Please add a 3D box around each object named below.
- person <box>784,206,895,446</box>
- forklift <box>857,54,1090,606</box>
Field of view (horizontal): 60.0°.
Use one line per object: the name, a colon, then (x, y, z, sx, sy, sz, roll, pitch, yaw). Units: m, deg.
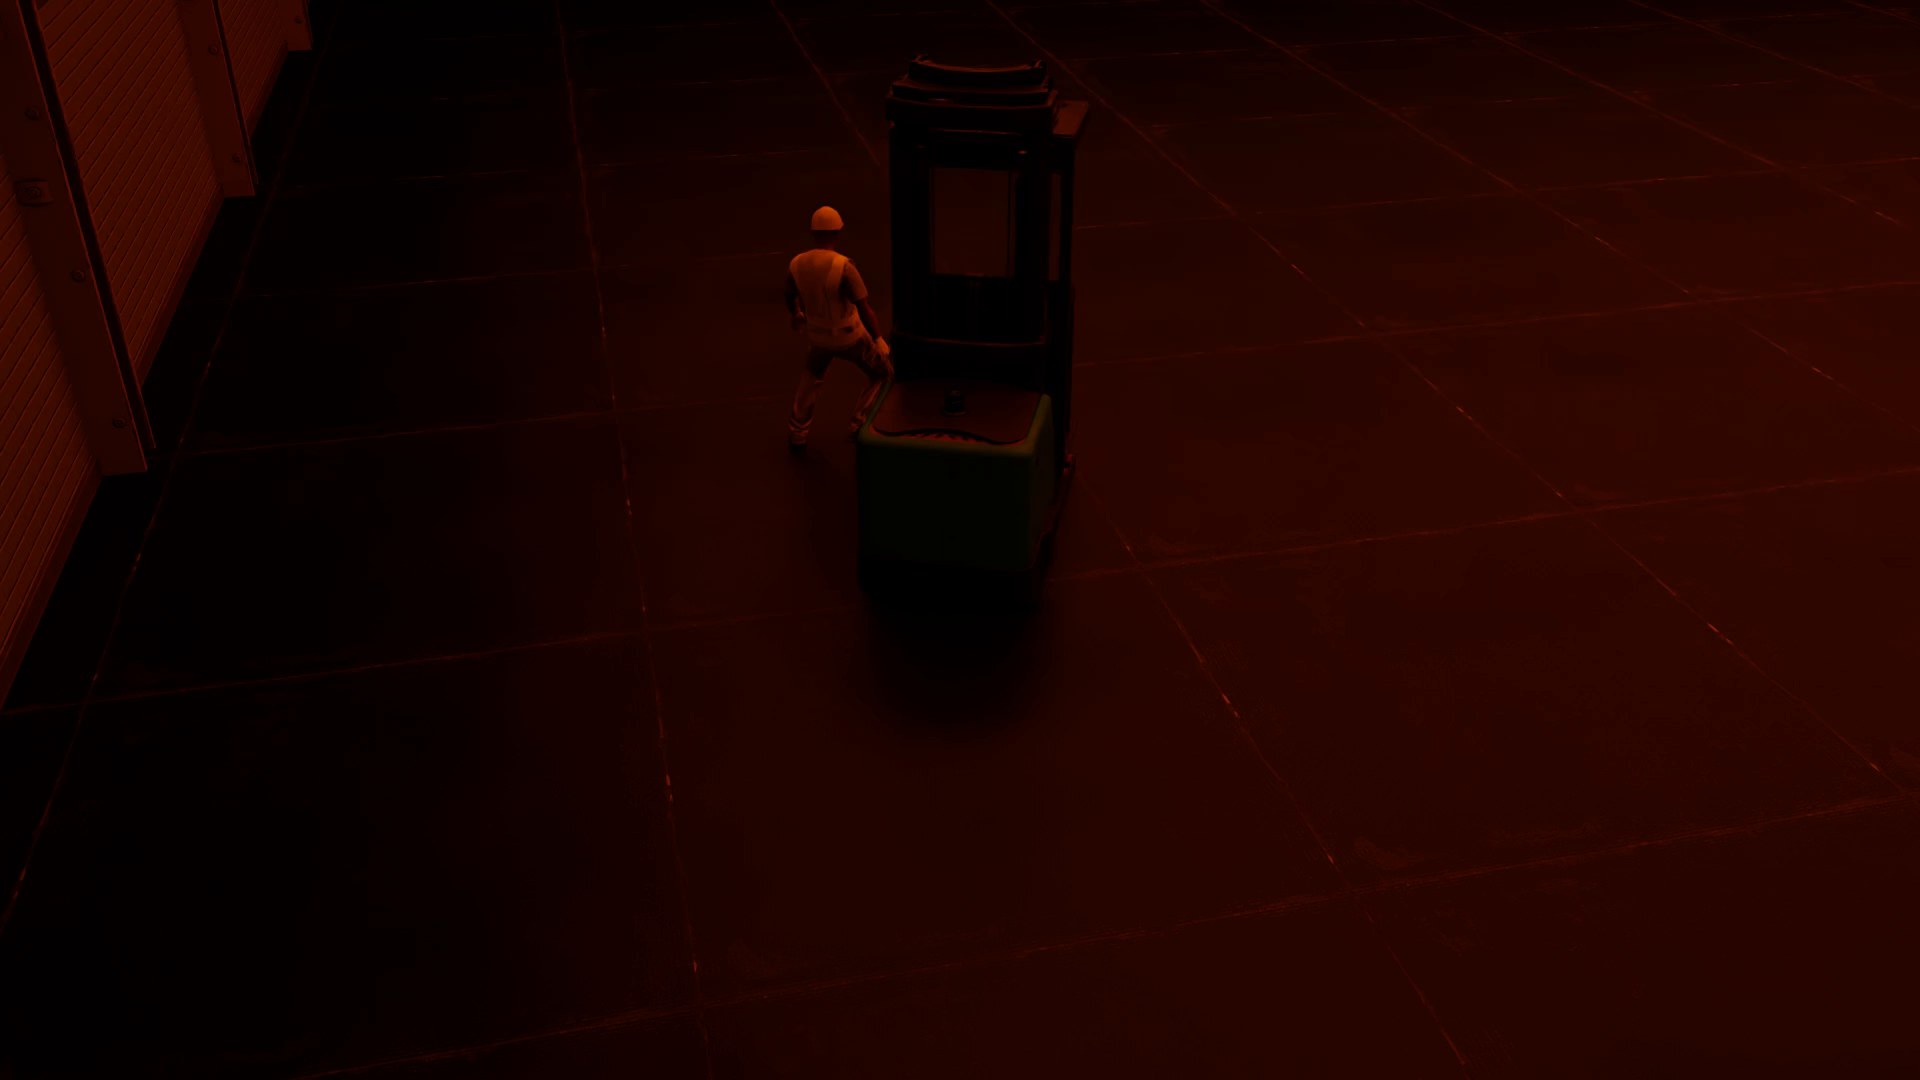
person: (-0.830, -1.422, 11.272, 0.951, 1.686, 0.541, 21, 36, 32)
forklift: (0.177, -1.605, 10.348, 1.130, 2.935, 3.031, 5, 31, 9)
